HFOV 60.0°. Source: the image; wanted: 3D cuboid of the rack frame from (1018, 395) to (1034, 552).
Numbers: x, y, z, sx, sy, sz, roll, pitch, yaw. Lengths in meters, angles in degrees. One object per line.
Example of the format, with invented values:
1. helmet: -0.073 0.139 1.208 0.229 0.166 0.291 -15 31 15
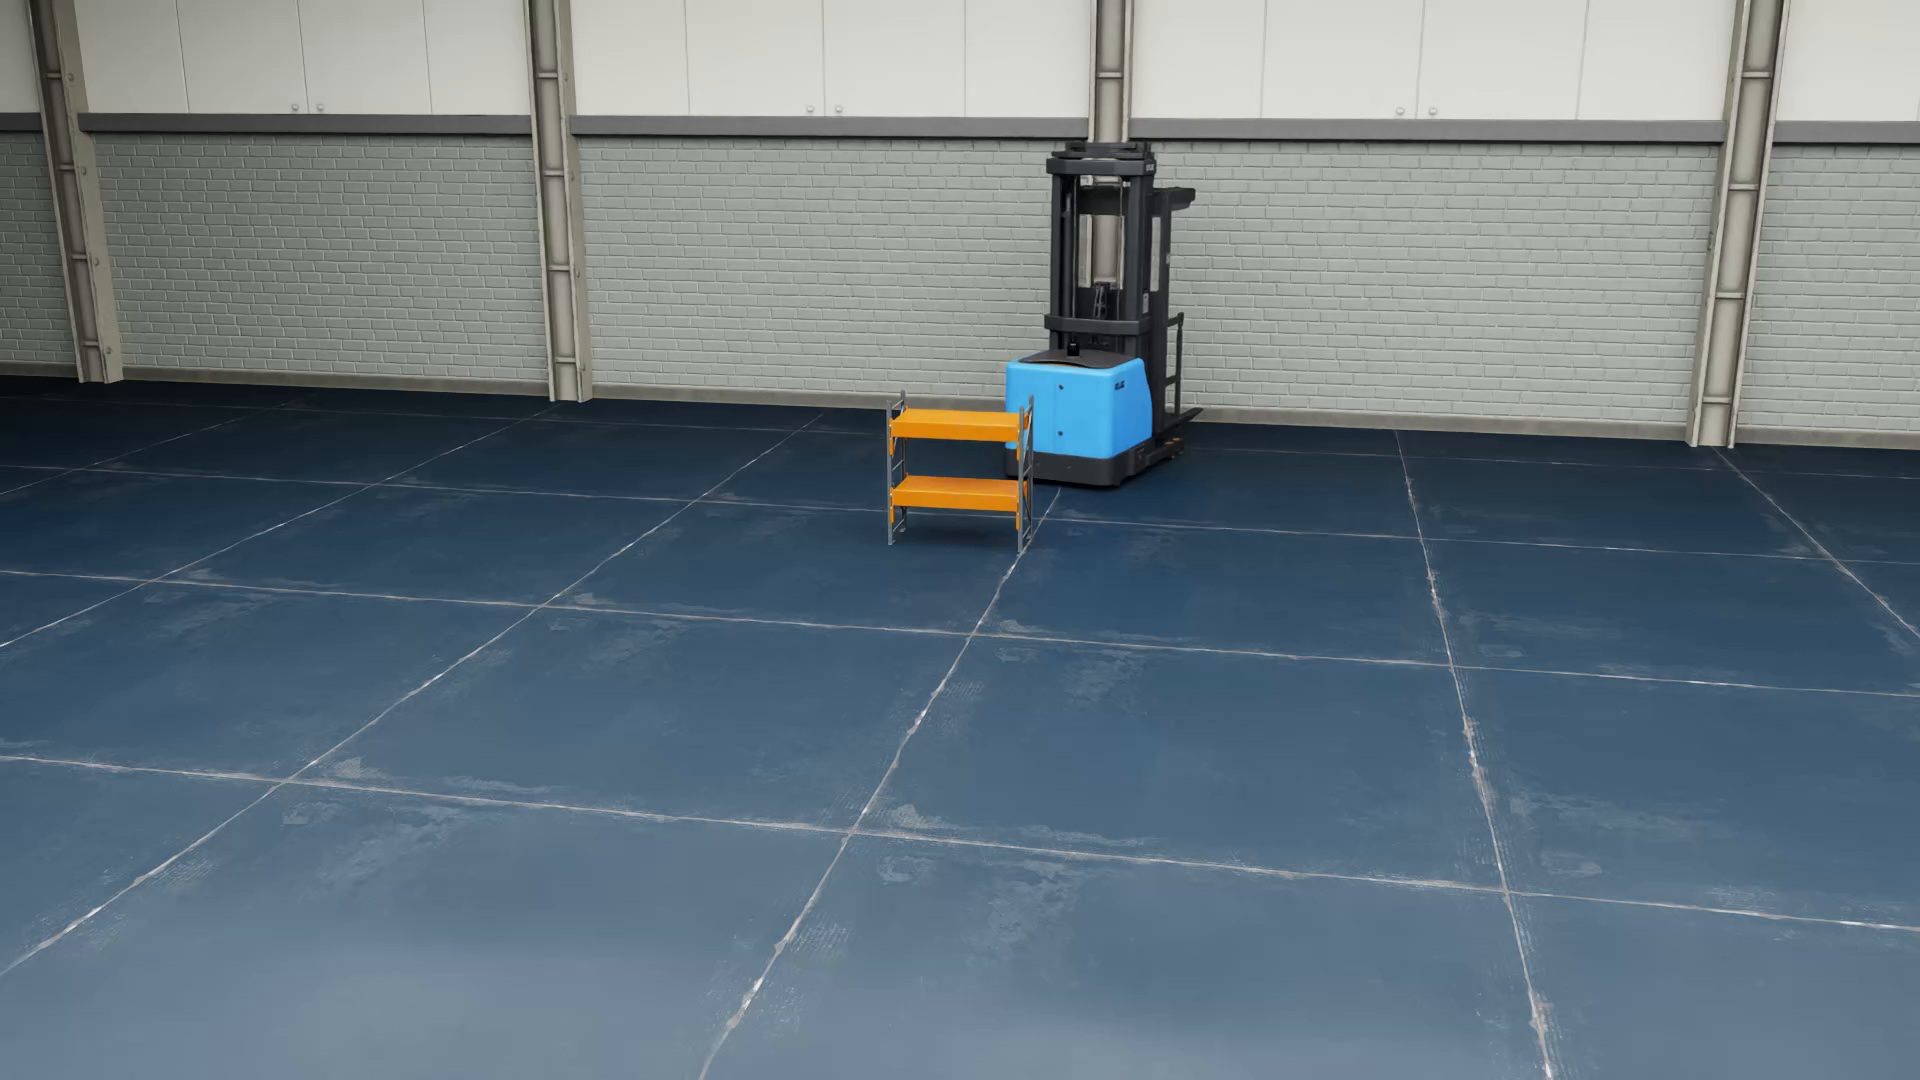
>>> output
1. rack frame: 0.505 -0.515 12.743 0.032 1.125 0.500 3 16 11

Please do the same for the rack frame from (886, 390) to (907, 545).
1. rack frame: -0.492 -0.569 12.938 0.032 1.125 0.500 3 16 11

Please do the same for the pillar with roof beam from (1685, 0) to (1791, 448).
1. pillar with roof beam: 6.532 -4.157 11.142 0.400 9.000 9.100 3 16 11

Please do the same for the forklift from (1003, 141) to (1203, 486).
1. forklift: 1.506 -2.228 15.544 1.130 2.935 3.031 8 17 26

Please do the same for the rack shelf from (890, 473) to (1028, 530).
1. rack shelf: 0.007 -0.306 12.906 1.000 0.278 0.538 3 16 11

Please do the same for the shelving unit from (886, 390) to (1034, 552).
1. shelving unit: 0.007 -0.542 12.841 1.048 1.125 0.538 3 16 11

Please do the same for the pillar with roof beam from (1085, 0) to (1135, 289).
1. pillar with roof beam: 0.653 -4.476 12.294 0.400 9.000 9.100 3 16 11

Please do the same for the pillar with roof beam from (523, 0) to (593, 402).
1. pillar with roof beam: -5.227 -4.795 13.447 0.400 9.000 9.100 3 16 11

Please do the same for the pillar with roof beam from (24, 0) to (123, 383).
1. pillar with roof beam: -11.107 -5.115 14.599 0.400 9.000 9.100 3 16 11

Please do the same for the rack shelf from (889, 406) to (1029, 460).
1. rack shelf: 0.007 -0.824 12.762 1.000 0.278 0.538 3 16 11
